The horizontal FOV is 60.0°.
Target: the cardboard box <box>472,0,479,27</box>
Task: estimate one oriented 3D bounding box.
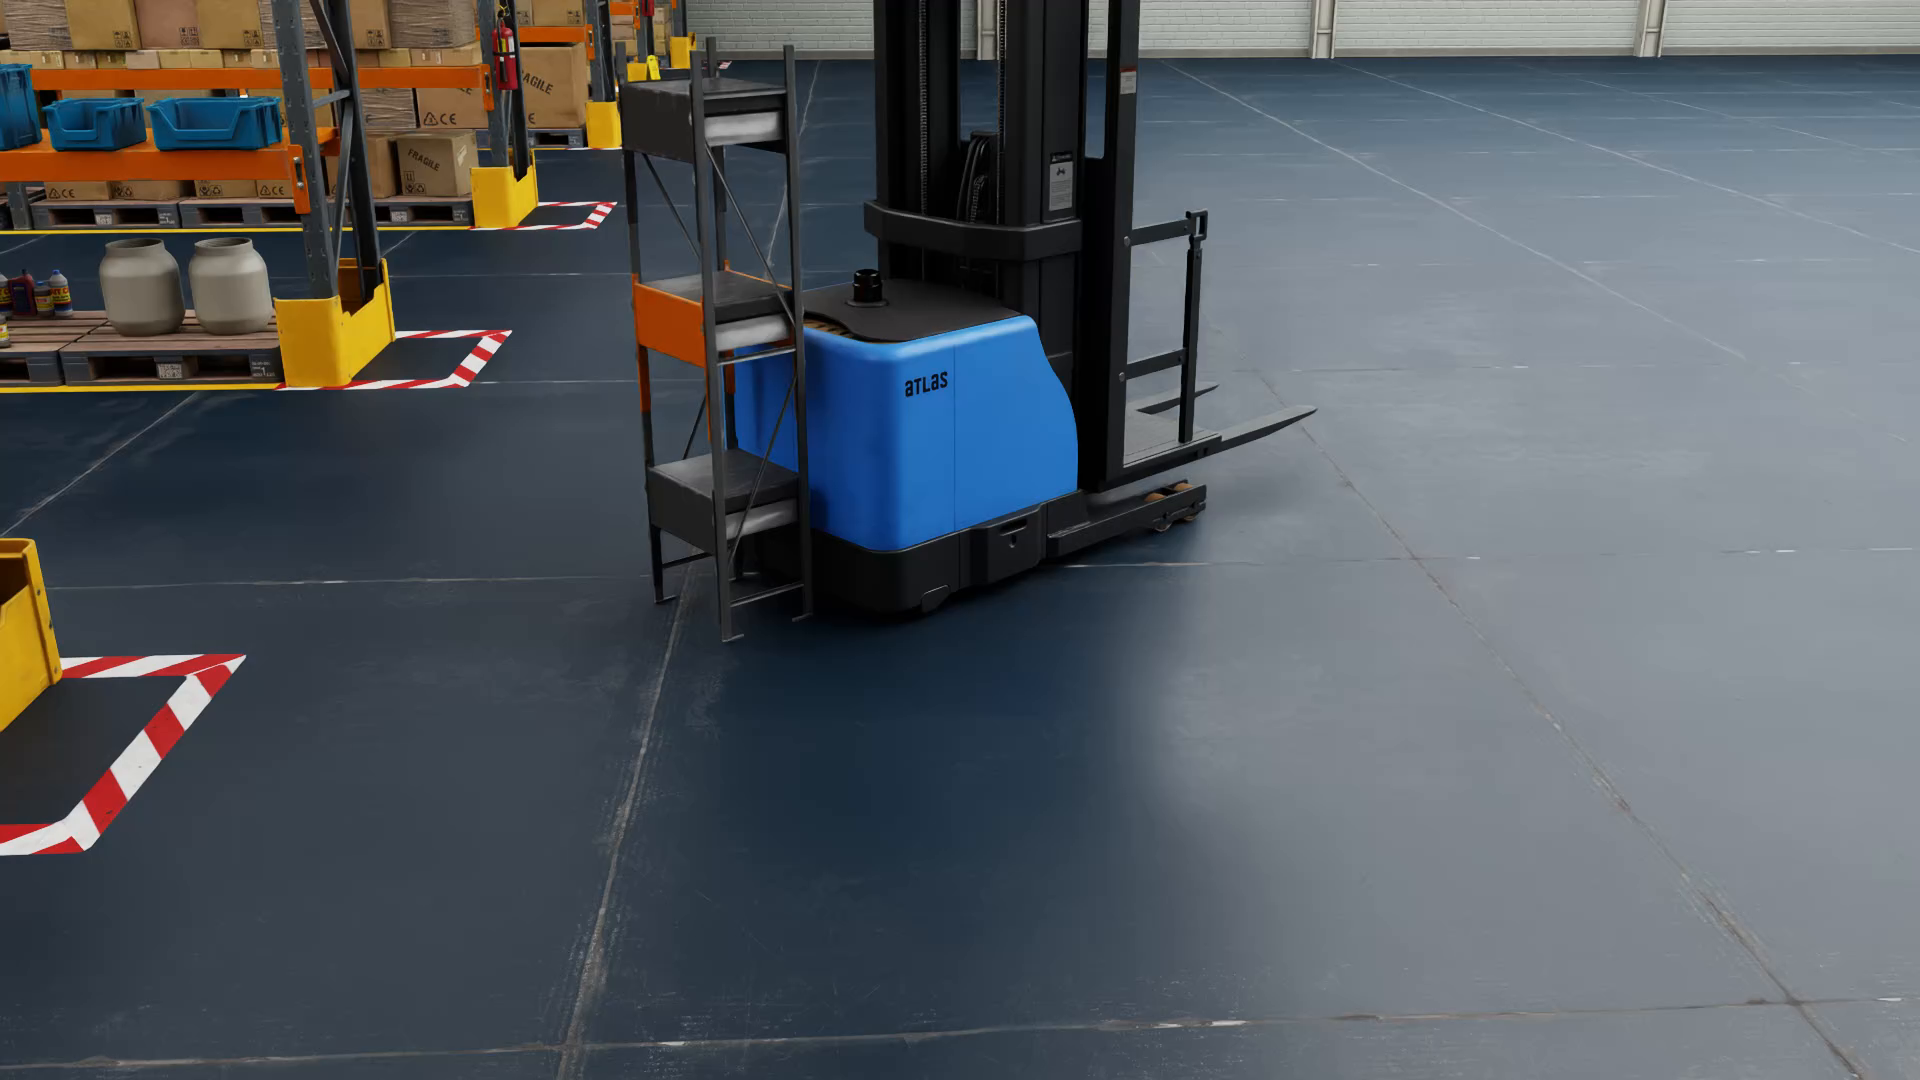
[{"bbox_3d":[-5.554,-6.073,18.646,0.550,0.550,0.875,-1,21,-3],"label":"cardboard box"}]

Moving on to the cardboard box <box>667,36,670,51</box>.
[{"bbox_3d":[-5.244,-8.503,28.512,0.500,0.250,0.500,-1,21,-3],"label":"cardboard box"}]

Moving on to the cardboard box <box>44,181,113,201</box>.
[{"bbox_3d":[-7.481,-3.189,14.204,0.500,0.500,0.500,-2,21,-5],"label":"cardboard box"}]

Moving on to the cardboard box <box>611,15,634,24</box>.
[{"bbox_3d":[-5.694,-8.778,27.830,0.500,0.250,0.500,-1,21,-2],"label":"cardboard box"}]

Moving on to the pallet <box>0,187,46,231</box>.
[{"bbox_3d":[-8.660,-2.848,14.304,1.213,0.211,1.003,-1,21,-3],"label":"pallet"}]

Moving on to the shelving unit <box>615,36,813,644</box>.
[{"bbox_3d":[-0.875,-0.712,6.040,0.431,2.100,0.503,-17,26,-37],"label":"shelving unit"}]

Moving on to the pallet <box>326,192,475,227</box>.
[{"bbox_3d":[-4.778,-2.940,14.546,1.213,0.211,1.003,-1,21,-3],"label":"pallet"}]

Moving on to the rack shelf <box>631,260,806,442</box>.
[{"bbox_3d":[-0.875,-0.699,6.045,0.431,0.518,0.480,-17,26,-37],"label":"rack shelf"}]

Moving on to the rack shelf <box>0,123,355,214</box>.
[{"bbox_3d":[-5.603,-2.112,9.464,4.000,0.370,1.077,-1,21,-3],"label":"rack shelf"}]

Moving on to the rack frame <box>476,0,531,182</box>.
[{"bbox_3d":[-3.889,-4.248,14.064,0.127,3.000,1.000,-1,21,-3],"label":"rack frame"}]

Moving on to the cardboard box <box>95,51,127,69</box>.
[{"bbox_3d":[-6.904,-3.971,13.688,0.250,0.149,0.380,-1,21,-3],"label":"cardboard box"}]

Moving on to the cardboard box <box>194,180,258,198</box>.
[{"bbox_3d":[-6.294,-3.244,14.348,0.500,0.500,0.500,-3,21,-8],"label":"cardboard box"}]

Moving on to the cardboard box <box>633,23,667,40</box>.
[{"bbox_3d":[-5.210,-8.556,27.949,0.500,0.250,0.500,-1,21,-4],"label":"cardboard box"}]

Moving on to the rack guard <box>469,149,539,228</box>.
[{"bbox_3d":[-3.965,-3.079,14.504,0.348,0.500,1.175,-1,21,-3],"label":"rack guard"}]

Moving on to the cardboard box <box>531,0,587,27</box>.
[{"bbox_3d":[-4.439,-6.059,18.608,0.550,0.550,0.875,-1,21,-3],"label":"cardboard box"}]

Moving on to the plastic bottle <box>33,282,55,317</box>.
[{"bbox_3d":[-5.538,-1.459,10.051,0.097,0.201,0.097,0,21,0],"label":"plastic bottle"}]

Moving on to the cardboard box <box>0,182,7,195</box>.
[{"bbox_3d":[-8.497,-3.200,14.204,0.500,0.500,0.700,-3,21,-7],"label":"cardboard box"}]

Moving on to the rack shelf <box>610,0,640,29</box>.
[{"bbox_3d":[-6.452,-7.392,23.331,4.000,0.370,1.077,-1,21,-3],"label":"rack shelf"}]

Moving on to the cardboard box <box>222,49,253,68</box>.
[{"bbox_3d":[-5.907,-4.004,13.774,0.250,0.149,0.380,-1,21,-3],"label":"cardboard box"}]

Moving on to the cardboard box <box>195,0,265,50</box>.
[{"bbox_3d":[-5.934,-4.379,13.849,0.500,0.500,0.875,-1,21,-3],"label":"cardboard box"}]

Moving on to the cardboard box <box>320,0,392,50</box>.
[{"bbox_3d":[-4.932,-4.380,13.851,0.500,0.500,0.875,-1,21,-3],"label":"cardboard box"}]

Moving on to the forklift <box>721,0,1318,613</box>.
[{"bbox_3d":[0.447,-1.524,7.004,3.031,2.935,1.130,-19,28,-41],"label":"forklift"}]

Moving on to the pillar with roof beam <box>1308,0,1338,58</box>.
[{"bbox_3d":[6.737,-11.356,24.301,0.400,9.000,9.100,-1,21,-3],"label":"pillar with roof beam"}]

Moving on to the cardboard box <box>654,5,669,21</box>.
[{"bbox_3d":[-5.233,-8.968,28.329,0.500,0.250,0.500,-1,21,-4],"label":"cardboard box"}]

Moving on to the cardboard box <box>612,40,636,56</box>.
[{"bbox_3d":[-5.690,-8.315,28.018,0.500,0.250,0.500,-1,21,-3],"label":"cardboard box"}]

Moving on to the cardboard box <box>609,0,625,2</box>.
[{"bbox_3d":[-4.816,-7.568,23.135,0.250,0.149,0.380,0,21,-1],"label":"cardboard box"}]

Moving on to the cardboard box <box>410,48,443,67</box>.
[{"bbox_3d":[-4.412,-4.047,13.888,0.250,0.149,0.380,-1,21,-3],"label":"cardboard box"}]

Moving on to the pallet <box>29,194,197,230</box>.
[{"bbox_3d":[-7.214,-2.890,14.415,1.213,0.211,1.003,-1,21,-3],"label":"pallet"}]

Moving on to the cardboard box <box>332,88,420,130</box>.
[{"bbox_3d":[-6.533,-5.142,18.807,0.875,0.875,0.875,-1,21,-3],"label":"cardboard box"}]

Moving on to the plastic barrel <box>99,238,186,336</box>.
[{"bbox_3d":[-4.760,-1.472,9.677,0.421,0.512,0.421,0,21,0],"label":"plastic barrel"}]

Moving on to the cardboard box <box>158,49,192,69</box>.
[{"bbox_3d":[-6.404,-3.981,13.716,0.250,0.149,0.380,-1,21,-3],"label":"cardboard box"}]

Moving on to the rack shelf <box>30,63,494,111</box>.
[{"bbox_3d":[-5.886,-3.872,14.085,4.000,0.370,1.077,-1,21,-3],"label":"rack shelf"}]

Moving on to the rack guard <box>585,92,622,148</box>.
[{"bbox_3d":[-4.048,-4.845,19.143,0.348,0.500,1.175,-1,21,-3],"label":"rack guard"}]

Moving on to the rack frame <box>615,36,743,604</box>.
[{"bbox_3d":[-1.032,-0.779,6.215,0.400,2.100,0.015,-17,26,-37],"label":"rack frame"}]

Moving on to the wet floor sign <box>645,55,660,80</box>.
[{"bbox_3d":[-4.204,-6.292,22.741,0.232,0.644,0.267,6,22,16],"label":"wet floor sign"}]

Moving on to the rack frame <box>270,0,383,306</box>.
[{"bbox_3d":[-3.607,-2.489,9.442,0.127,3.000,1.000,-1,21,-3],"label":"rack frame"}]

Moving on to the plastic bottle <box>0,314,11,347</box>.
[{"bbox_3d":[-5.415,-1.194,9.355,0.097,0.201,0.097,0,21,0],"label":"plastic bottle"}]

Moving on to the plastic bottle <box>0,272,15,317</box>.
[{"bbox_3d":[-5.777,-1.486,10.025,0.097,0.271,0.097,0,21,0],"label":"plastic bottle"}]

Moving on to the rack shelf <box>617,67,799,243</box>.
[{"bbox_3d":[-0.875,-1.354,5.796,0.431,0.518,0.480,-17,26,-37],"label":"rack shelf"}]

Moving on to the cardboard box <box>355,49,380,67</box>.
[{"bbox_3d":[-4.909,-4.024,13.828,0.250,0.149,0.380,-1,21,-3],"label":"cardboard box"}]

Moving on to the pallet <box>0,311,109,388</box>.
[{"bbox_3d":[-5.706,-1.129,9.790,1.213,0.211,1.003,-1,21,-3],"label":"pallet"}]

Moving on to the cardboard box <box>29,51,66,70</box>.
[{"bbox_3d":[-7.401,-3.948,13.627,0.250,0.149,0.380,-1,21,-3],"label":"cardboard box"}]

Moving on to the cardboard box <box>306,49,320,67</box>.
[{"bbox_3d":[-5.409,-4.021,13.819,0.250,0.149,0.380,-1,21,-3],"label":"cardboard box"}]

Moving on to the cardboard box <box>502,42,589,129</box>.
[{"bbox_3d":[-4.745,-5.178,18.902,0.875,0.875,0.875,-1,21,-3],"label":"cardboard box"}]

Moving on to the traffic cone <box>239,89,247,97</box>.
[{"bbox_3d":[-9.607,-5.979,22.176,0.334,0.463,0.336,-1,21,-3],"label":"traffic cone"}]

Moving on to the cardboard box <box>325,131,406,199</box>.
[{"bbox_3d":[-5.109,-3.245,14.352,0.500,0.500,0.500,4,21,11],"label":"cardboard box"}]

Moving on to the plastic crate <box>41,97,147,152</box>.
[{"bbox_3d":[-4.738,-2.292,9.134,0.408,0.251,0.499,-1,21,-3],"label":"plastic crate"}]

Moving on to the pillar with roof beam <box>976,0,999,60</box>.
[{"bbox_3d":[0.747,-11.234,23.981,0.400,9.000,9.100,-1,21,-3],"label":"pillar with roof beam"}]

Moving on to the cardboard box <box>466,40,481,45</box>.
[{"bbox_3d":[-4.187,-4.210,14.316,0.250,0.149,0.380,-1,21,-3],"label":"cardboard box"}]

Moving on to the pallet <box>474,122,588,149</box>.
[{"bbox_3d":[-4.865,-4.665,19.078,1.213,0.211,1.003,-1,21,-3],"label":"pallet"}]

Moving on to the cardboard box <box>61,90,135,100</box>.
[{"bbox_3d":[-9.643,-5.013,18.644,0.750,0.750,1.050,-1,21,-3],"label":"cardboard box"}]

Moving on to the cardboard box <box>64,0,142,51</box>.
[{"bbox_3d":[-6.929,-4.338,13.740,0.500,0.500,0.875,-1,21,-3],"label":"cardboard box"}]

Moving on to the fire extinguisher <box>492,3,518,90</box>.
[{"bbox_3d":[-3.749,-4.051,13.654,0.183,0.674,0.296,-1,21,-3],"label":"fire extinguisher"}]

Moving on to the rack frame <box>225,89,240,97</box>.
[{"bbox_3d":[-8.065,-5.931,18.484,0.127,3.000,1.000,-1,21,-3],"label":"rack frame"}]

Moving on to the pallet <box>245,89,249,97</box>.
[{"bbox_3d":[-10.447,-6.342,23.482,1.213,0.211,1.003,-1,21,-3],"label":"pallet"}]

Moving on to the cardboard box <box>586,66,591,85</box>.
[{"bbox_3d":[-5.271,-6.567,23.429,0.500,0.250,0.500,-1,21,-3],"label":"cardboard box"}]

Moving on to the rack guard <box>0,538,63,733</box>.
[{"bbox_3d":[-3.304,0.438,5.267,0.348,0.500,1.175,-1,21,-3],"label":"rack guard"}]
